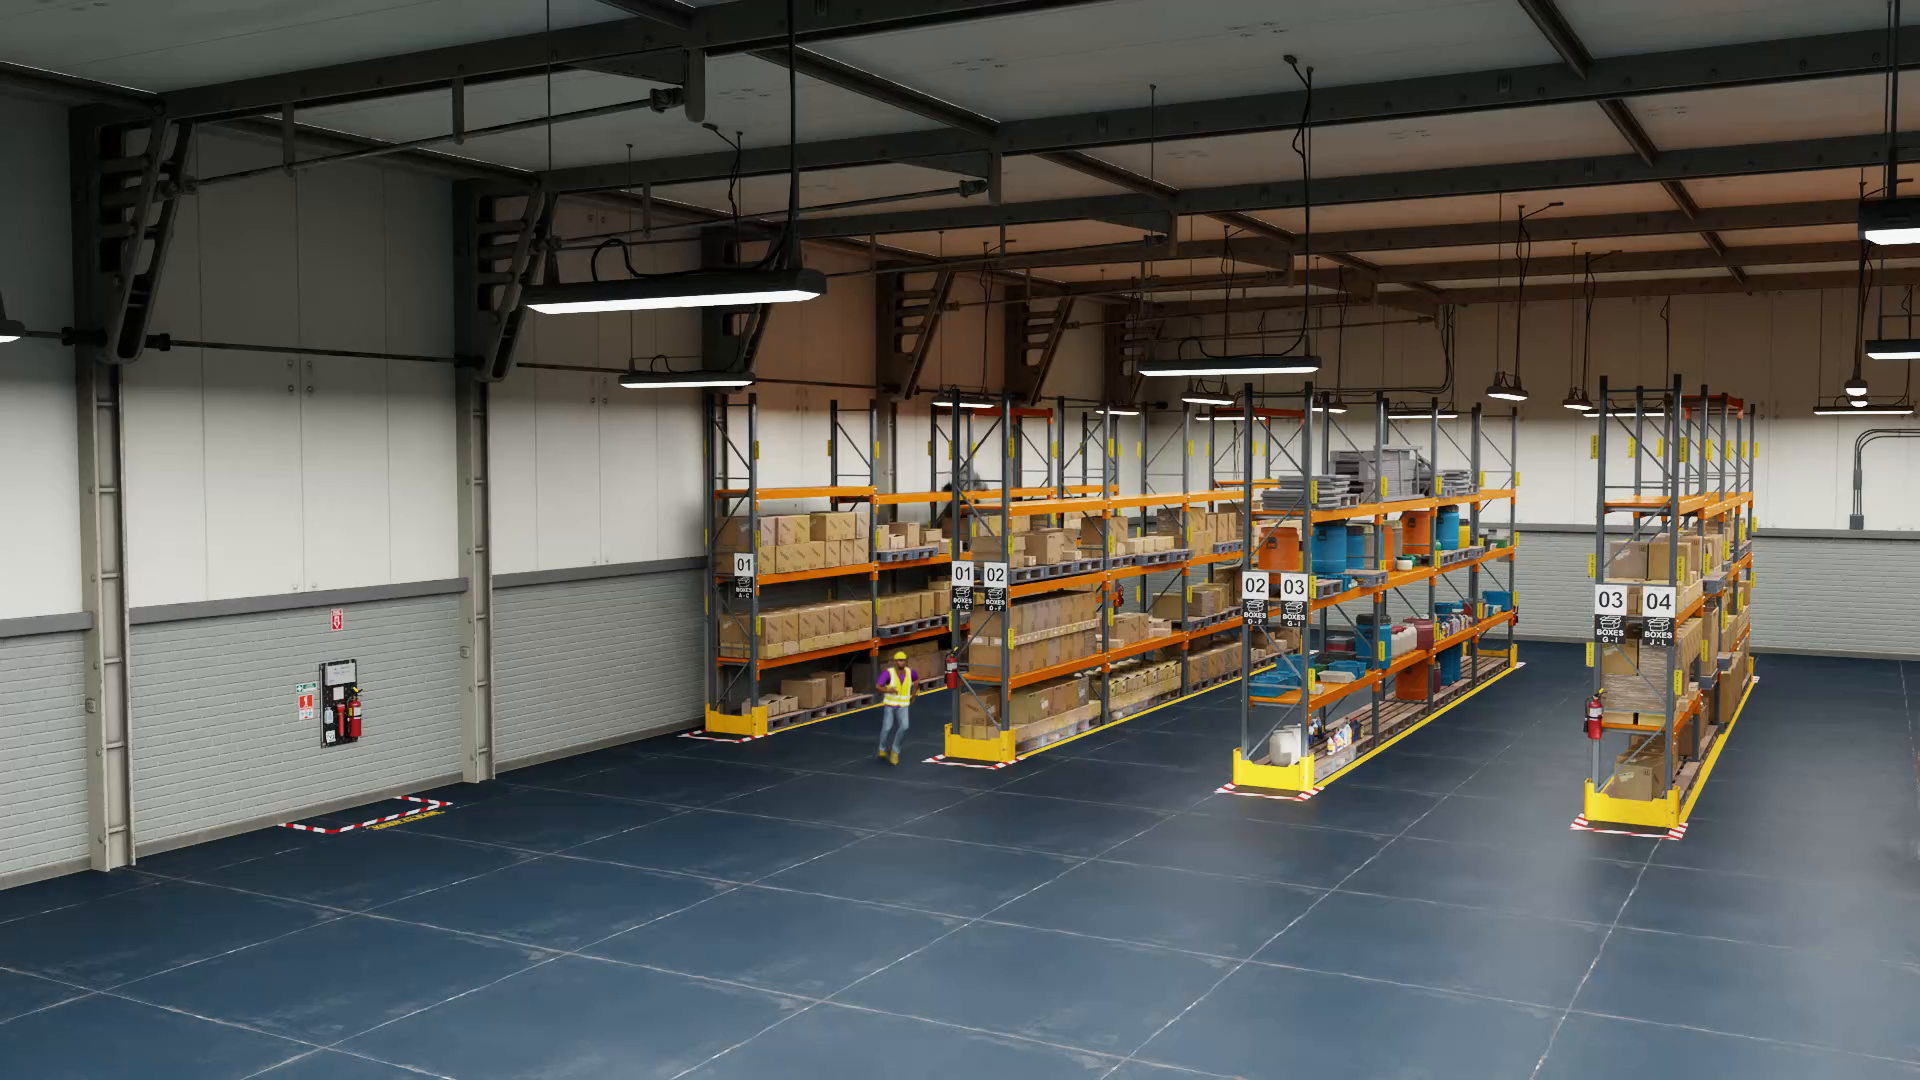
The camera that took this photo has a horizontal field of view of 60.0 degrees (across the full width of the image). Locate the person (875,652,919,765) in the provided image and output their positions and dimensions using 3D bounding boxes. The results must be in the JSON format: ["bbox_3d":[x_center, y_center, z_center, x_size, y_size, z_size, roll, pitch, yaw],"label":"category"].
[{"bbox_3d":[-0.993,2.688,26.731,0.793,1.806,0.682,-1,3,-17],"label":"person"}]
